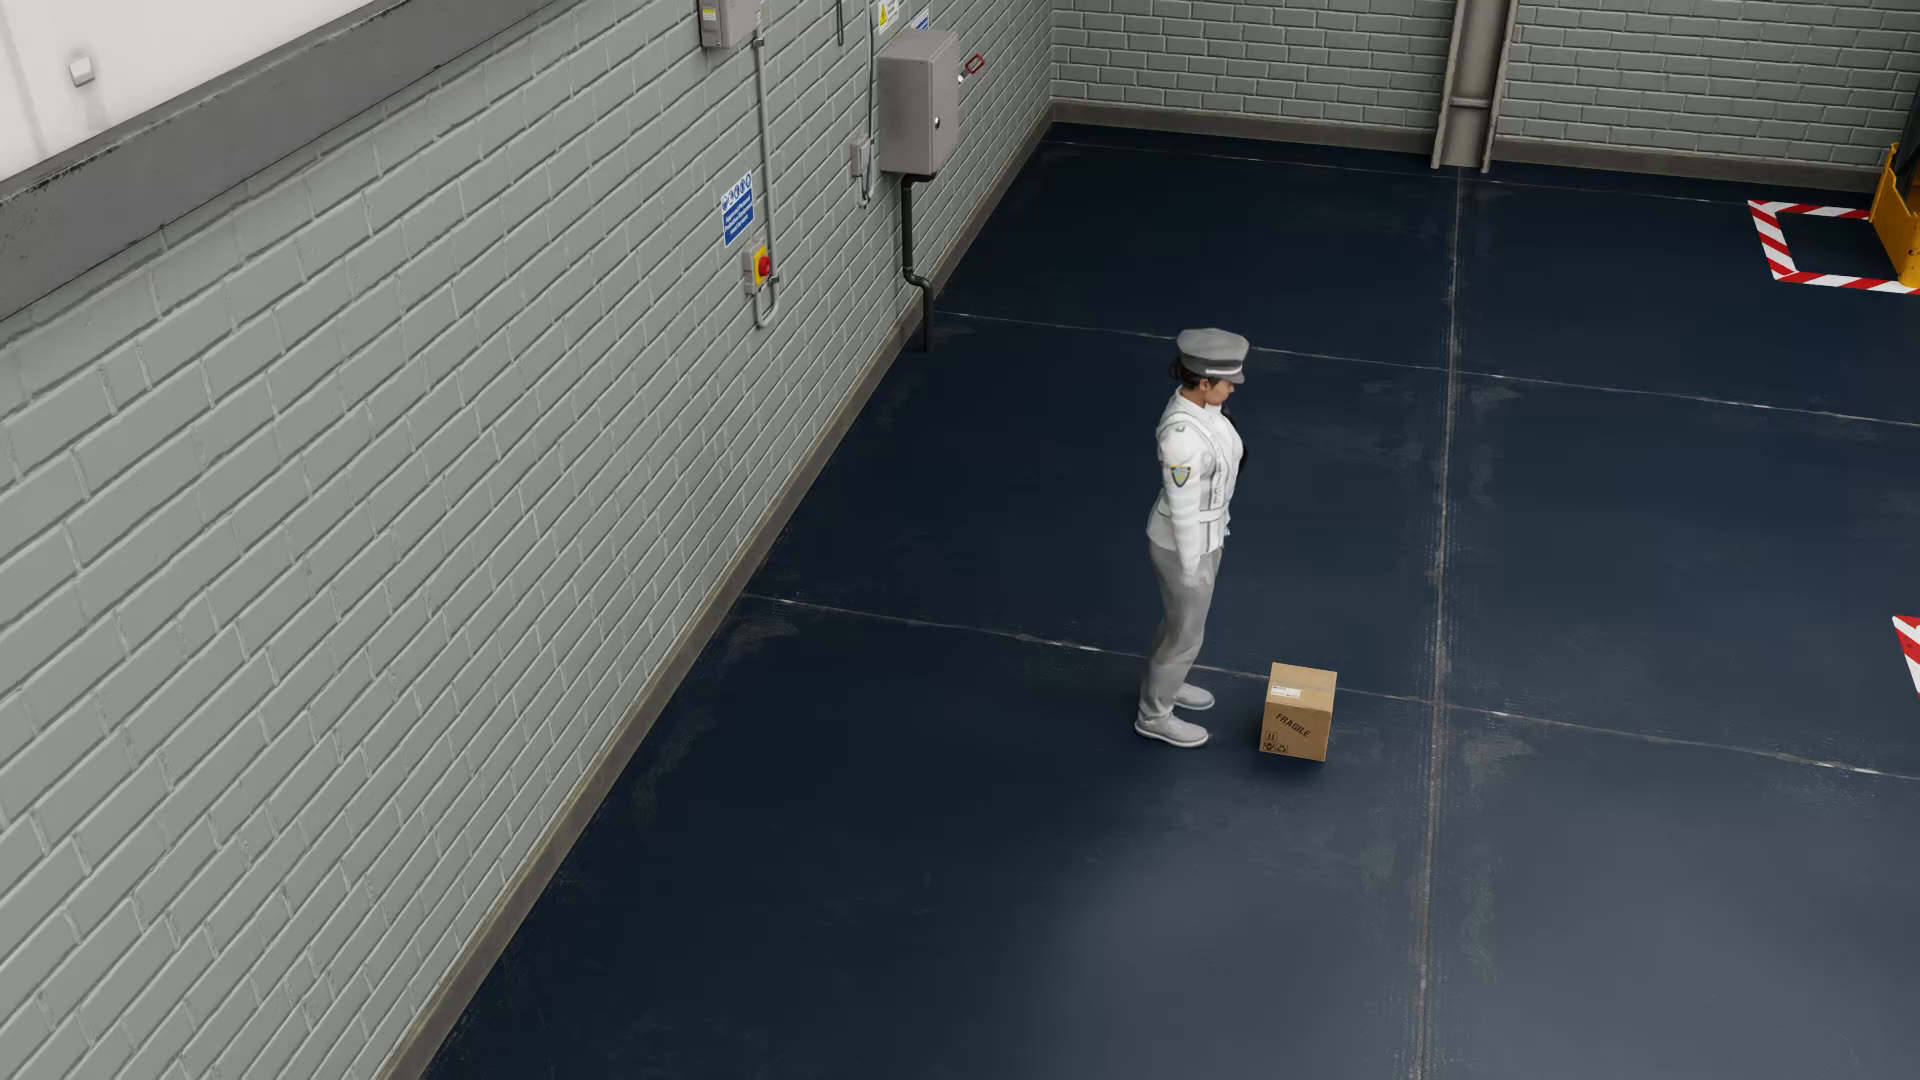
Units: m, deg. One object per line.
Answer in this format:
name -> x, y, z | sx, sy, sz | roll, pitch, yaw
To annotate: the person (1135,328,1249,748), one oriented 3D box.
person -> 0.857, -0.003, 6.153 | 0.327, 1.663, 0.471 | 9, 34, 13
